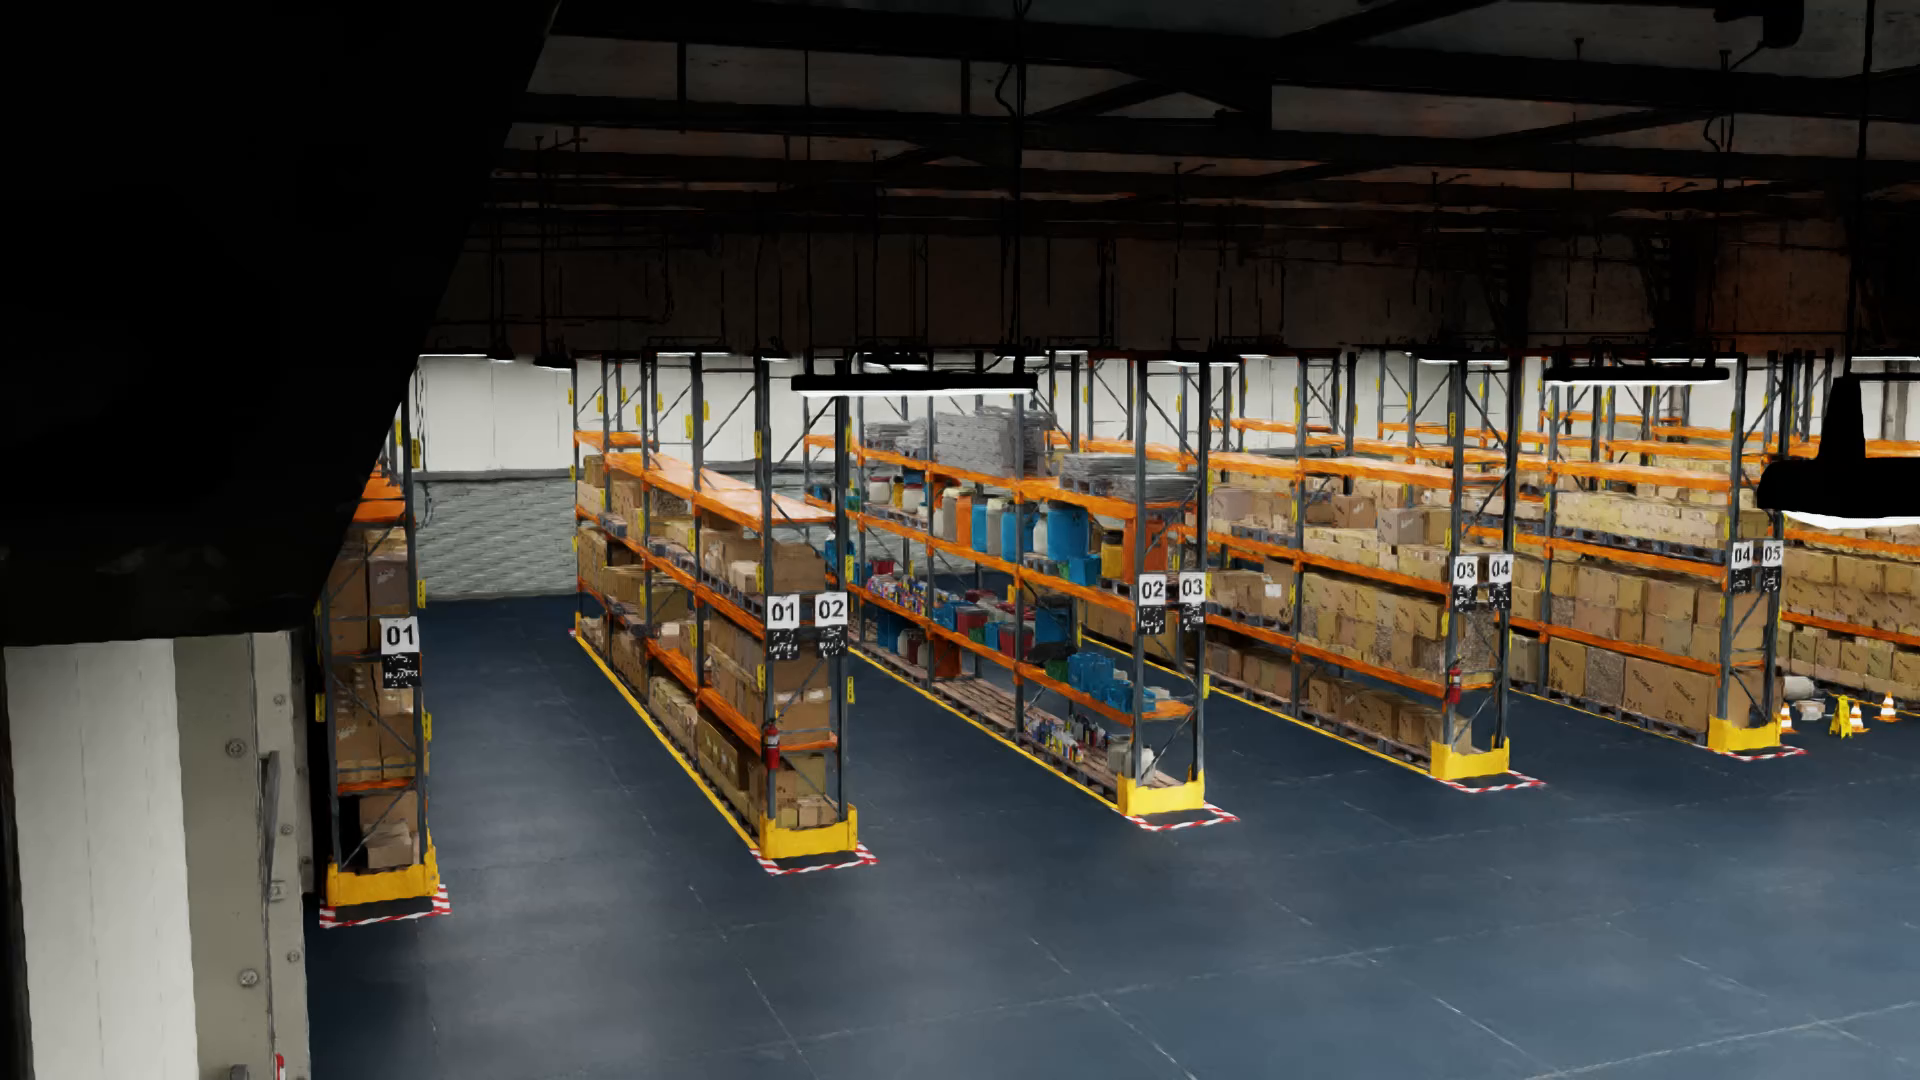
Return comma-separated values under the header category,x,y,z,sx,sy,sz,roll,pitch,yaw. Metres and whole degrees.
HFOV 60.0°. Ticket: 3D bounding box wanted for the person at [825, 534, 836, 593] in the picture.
category,x,y,z,sx,sy,sz,roll,pitch,yaw
person,-2.834,0.723,38.173,0.585,1.762,0.708,6,9,41
